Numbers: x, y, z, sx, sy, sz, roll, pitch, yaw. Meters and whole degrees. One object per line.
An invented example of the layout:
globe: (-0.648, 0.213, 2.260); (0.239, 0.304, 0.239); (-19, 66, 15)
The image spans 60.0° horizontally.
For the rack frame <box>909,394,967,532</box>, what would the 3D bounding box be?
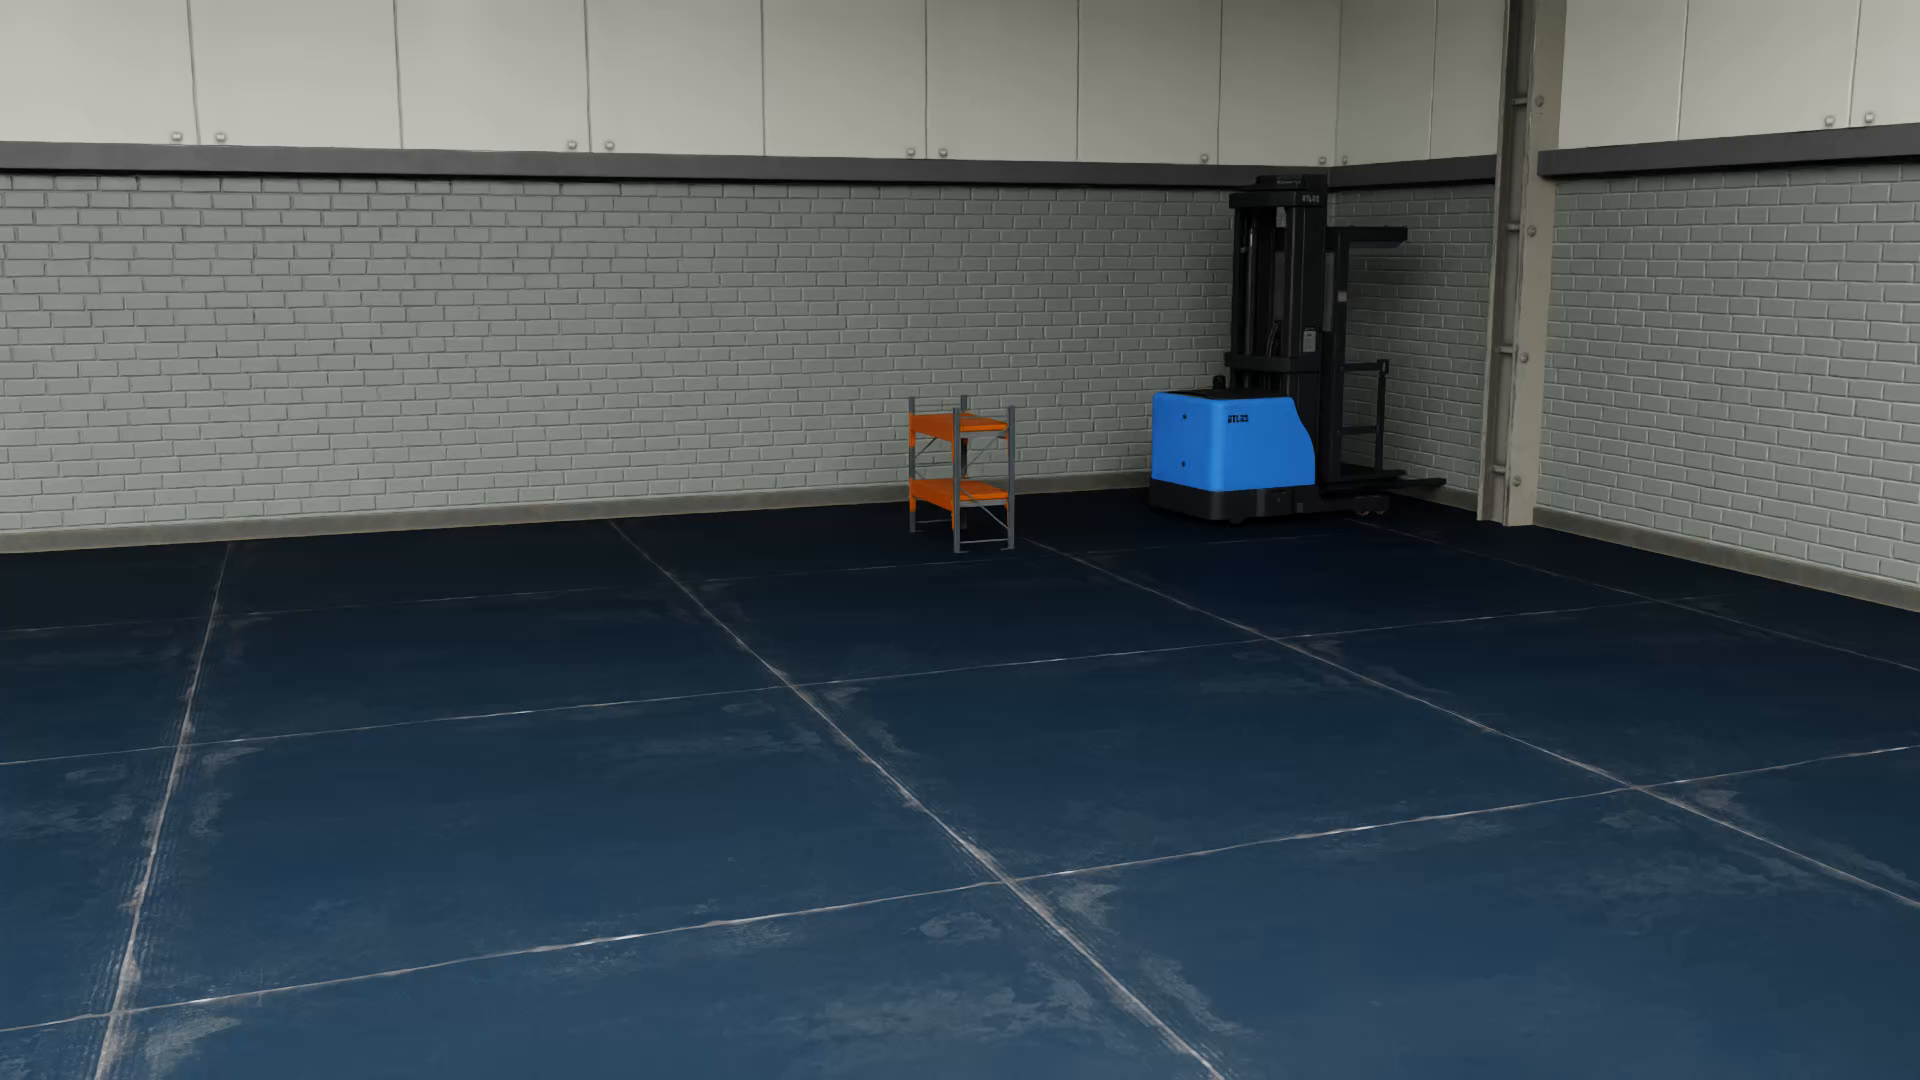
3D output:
rack frame: (-0.182, -0.636, 13.782); (0.500, 1.125, 0.032); (-4, 11, -21)

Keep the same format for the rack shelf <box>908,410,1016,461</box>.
rack shelf: (0.002, -0.841, 13.264); (0.538, 0.278, 1.000); (-4, 11, -21)

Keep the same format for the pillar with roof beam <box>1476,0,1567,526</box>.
pillar with roof beam: (0.679, -4.313, 11.974); (9.100, 9.000, 0.400); (-4, 11, -21)

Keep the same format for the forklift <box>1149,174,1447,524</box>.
forklift: (3.229, -1.734, 14.797); (3.031, 2.935, 1.130); (-5, 11, -27)

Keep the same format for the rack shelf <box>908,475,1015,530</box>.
rack shelf: (0.002, -0.312, 13.358); (0.538, 0.278, 1.000); (-4, 11, -21)

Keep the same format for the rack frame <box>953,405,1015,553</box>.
rack frame: (0.187, -0.470, 12.849); (0.500, 1.125, 0.032); (-4, 11, -21)

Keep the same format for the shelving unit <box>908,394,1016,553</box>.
shelving unit: (0.002, -0.553, 13.315); (0.538, 1.125, 1.048); (-4, 11, -21)
